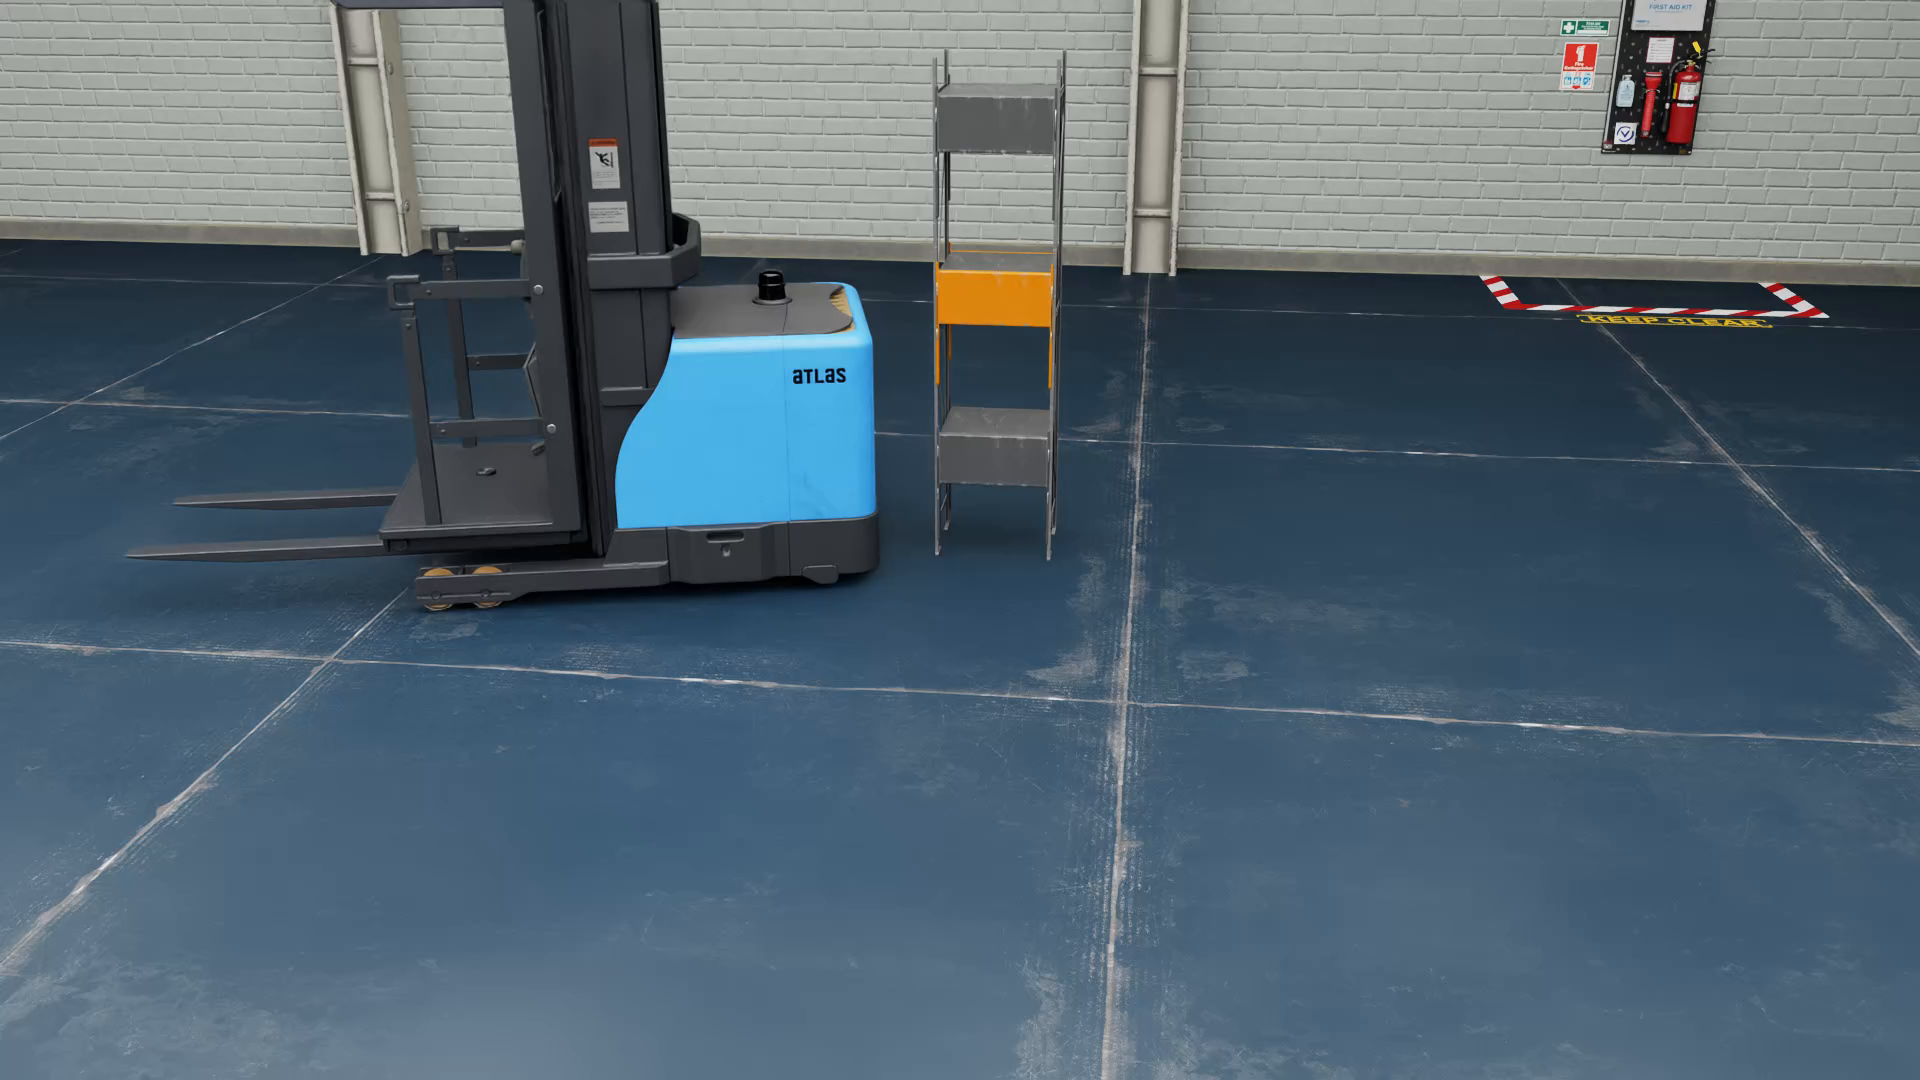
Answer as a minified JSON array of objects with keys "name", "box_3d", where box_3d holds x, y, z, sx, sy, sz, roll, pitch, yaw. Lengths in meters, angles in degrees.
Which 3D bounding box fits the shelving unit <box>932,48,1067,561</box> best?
[{"name":"shelving unit","box_3d":[0.164,-0.969,7.036,0.503,2.100,0.431,2,22,6]}]

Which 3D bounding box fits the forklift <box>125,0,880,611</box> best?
[{"name":"forklift","box_3d":[-1.893,-1.284,6.701,3.031,2.935,1.130,-3,22,-7]}]

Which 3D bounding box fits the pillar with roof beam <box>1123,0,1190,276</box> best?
[{"name":"pillar with roof beam","box_3d":[0.931,-4.653,6.969,0.400,9.000,9.100,2,22,6]}]

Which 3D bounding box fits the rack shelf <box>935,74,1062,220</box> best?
[{"name":"rack shelf","box_3d":[0.164,-1.608,6.783,0.480,0.518,0.431,2,22,6]}]

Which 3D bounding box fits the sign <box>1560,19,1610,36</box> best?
[{"name":"sign","box_3d":[4.413,-3.617,11.740,0.331,0.109,0.001,2,22,6]}]

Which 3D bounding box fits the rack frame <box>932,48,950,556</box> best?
[{"name":"rack frame","box_3d":[-0.078,-0.980,7.062,0.015,2.100,0.400,2,22,6]}]

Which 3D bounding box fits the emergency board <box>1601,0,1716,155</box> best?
[{"name":"emergency board","box_3d":[4.947,-3.296,11.697,0.643,1.169,0.194,2,22,6]}]

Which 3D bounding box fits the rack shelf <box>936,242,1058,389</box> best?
[{"name":"rack shelf","box_3d":[0.164,-0.957,7.041,0.480,0.518,0.431,2,22,6]}]

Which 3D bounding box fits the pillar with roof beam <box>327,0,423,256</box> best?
[{"name":"pillar with roof beam","box_3d":[-5.027,-4.912,7.626,0.400,9.000,9.100,2,22,6]}]

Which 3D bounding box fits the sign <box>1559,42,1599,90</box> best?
[{"name":"sign","box_3d":[4.410,-3.374,11.846,0.234,0.329,0.001,2,22,6]}]

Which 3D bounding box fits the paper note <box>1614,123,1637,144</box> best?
[{"name":"paper note","box_3d":[4.779,-2.919,11.942,0.142,0.148,0.016,2,22,6]}]

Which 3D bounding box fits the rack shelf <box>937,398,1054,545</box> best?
[{"name":"rack shelf","box_3d":[0.164,-0.306,7.298,0.480,0.518,0.431,2,22,6]}]

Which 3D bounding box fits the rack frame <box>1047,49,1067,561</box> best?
[{"name":"rack frame","box_3d":[0.407,-0.959,7.009,0.015,2.100,0.400,2,22,6]}]
